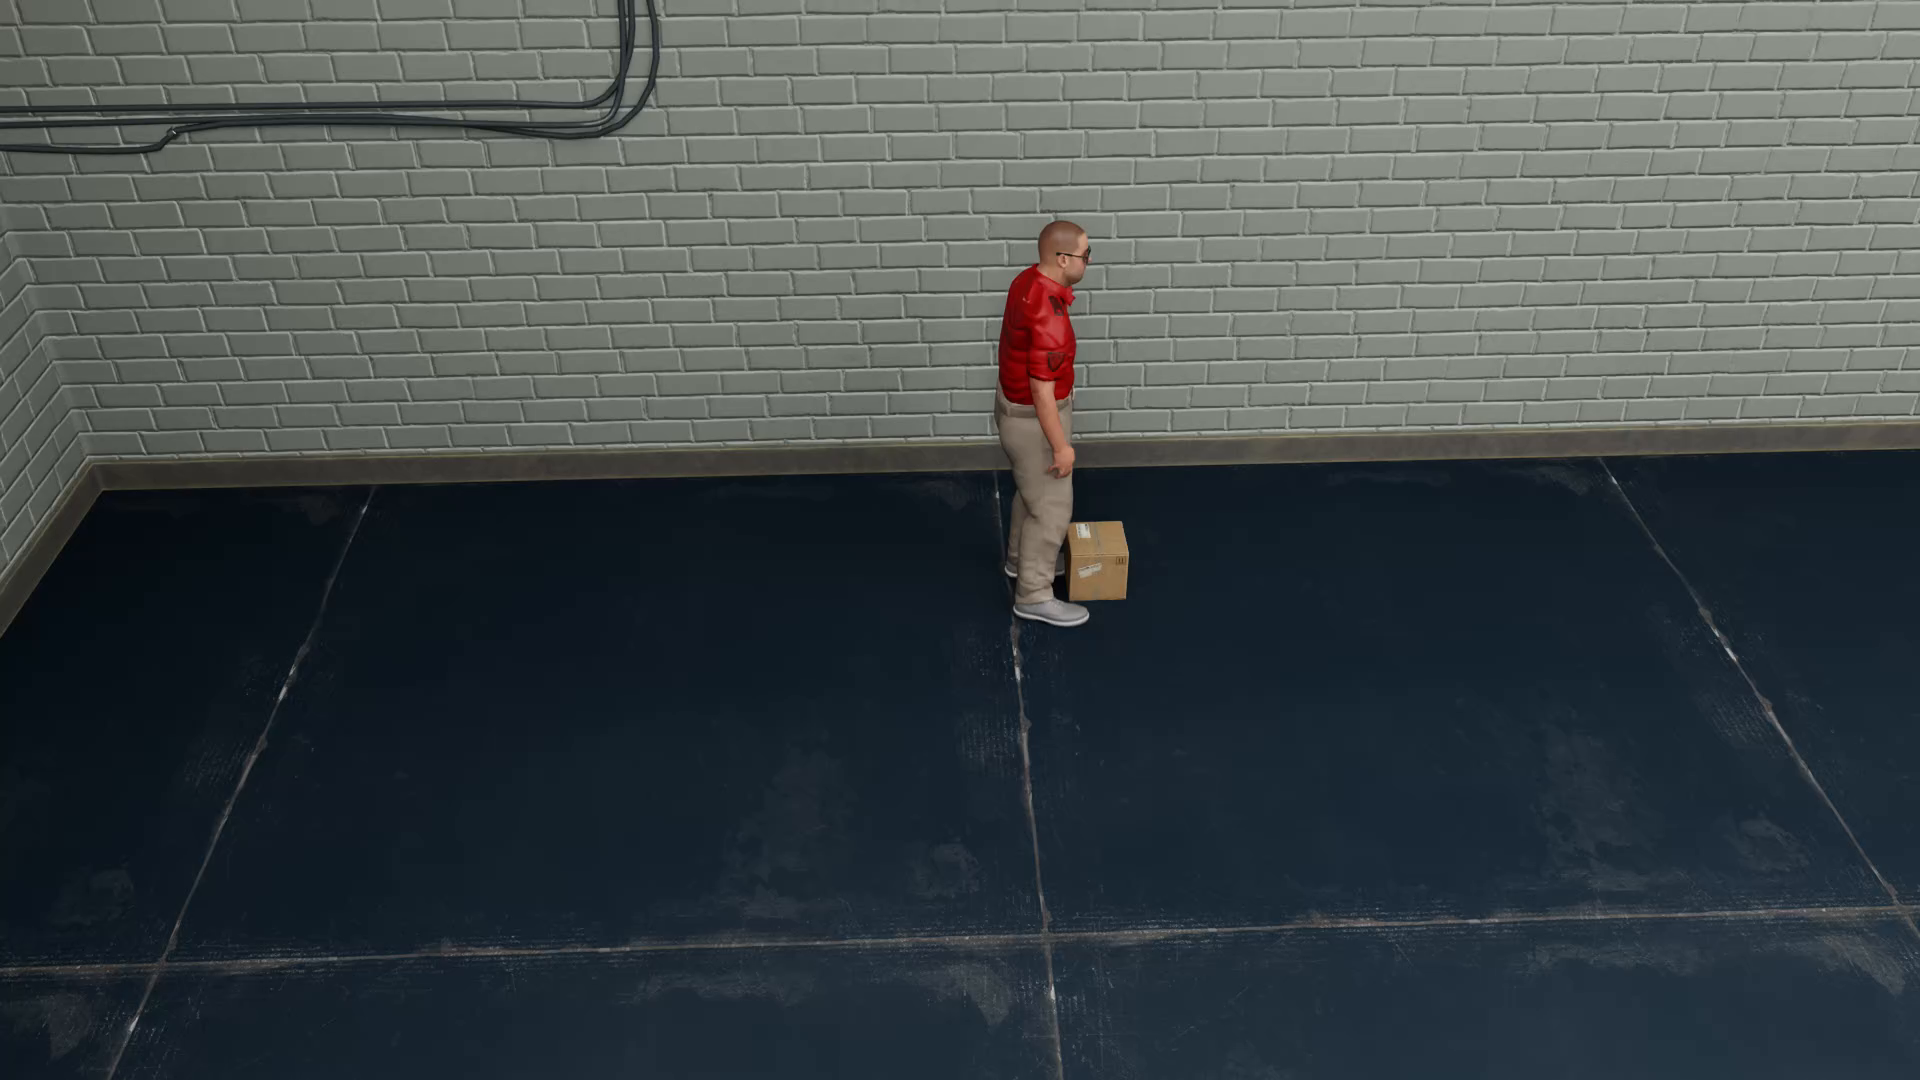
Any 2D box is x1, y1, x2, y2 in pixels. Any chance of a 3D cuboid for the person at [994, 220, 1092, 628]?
[{"bbox_3d":[0.344,-0.496,6.863,0.389,1.728,0.608,-3,35,-5],"label":"person"}]
